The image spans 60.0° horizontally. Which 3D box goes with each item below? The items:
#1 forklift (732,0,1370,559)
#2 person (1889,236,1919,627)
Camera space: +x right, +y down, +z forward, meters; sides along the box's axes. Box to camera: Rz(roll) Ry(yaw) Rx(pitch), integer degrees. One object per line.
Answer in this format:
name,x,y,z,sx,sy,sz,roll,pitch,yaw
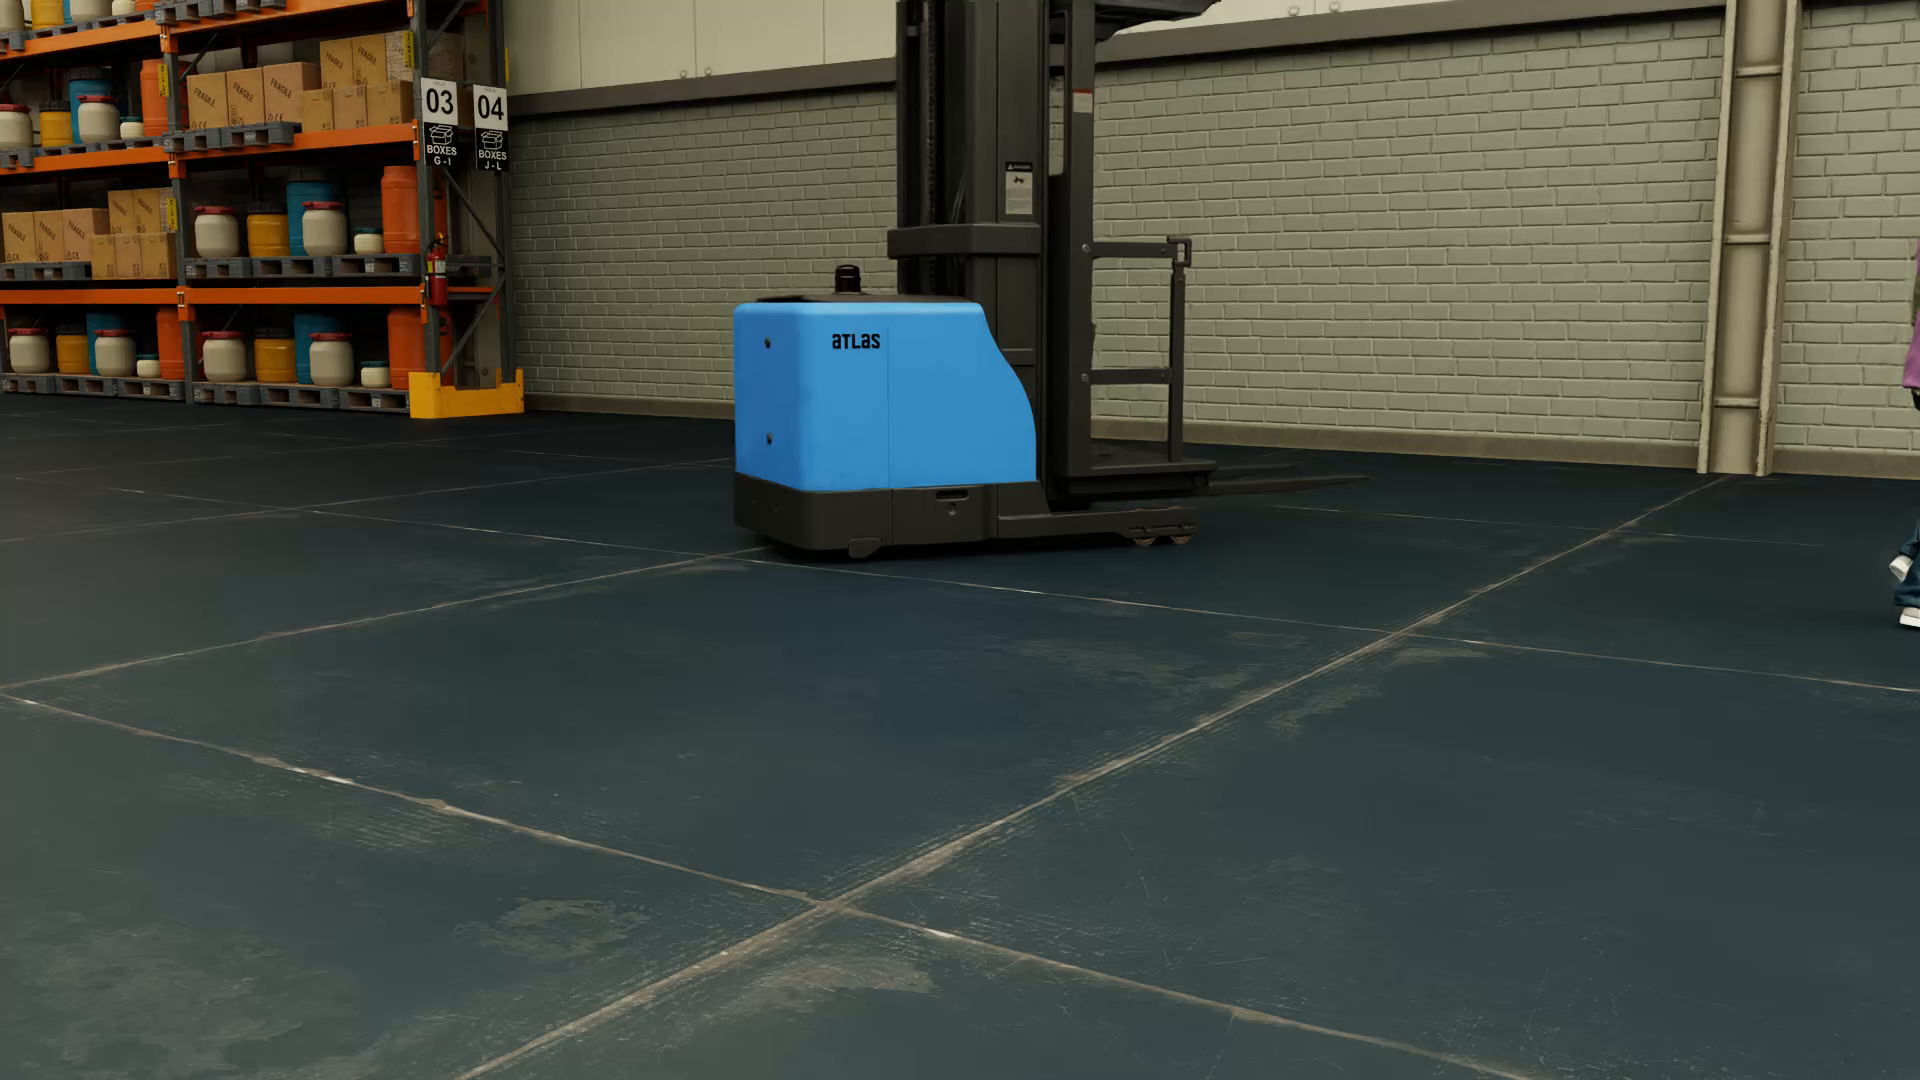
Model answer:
forklift,0.517,-1.491,7.678,3.031,2.935,1.130,-4,9,-25
person,3.325,-0.490,5.455,0.425,1.578,0.534,1,8,5
